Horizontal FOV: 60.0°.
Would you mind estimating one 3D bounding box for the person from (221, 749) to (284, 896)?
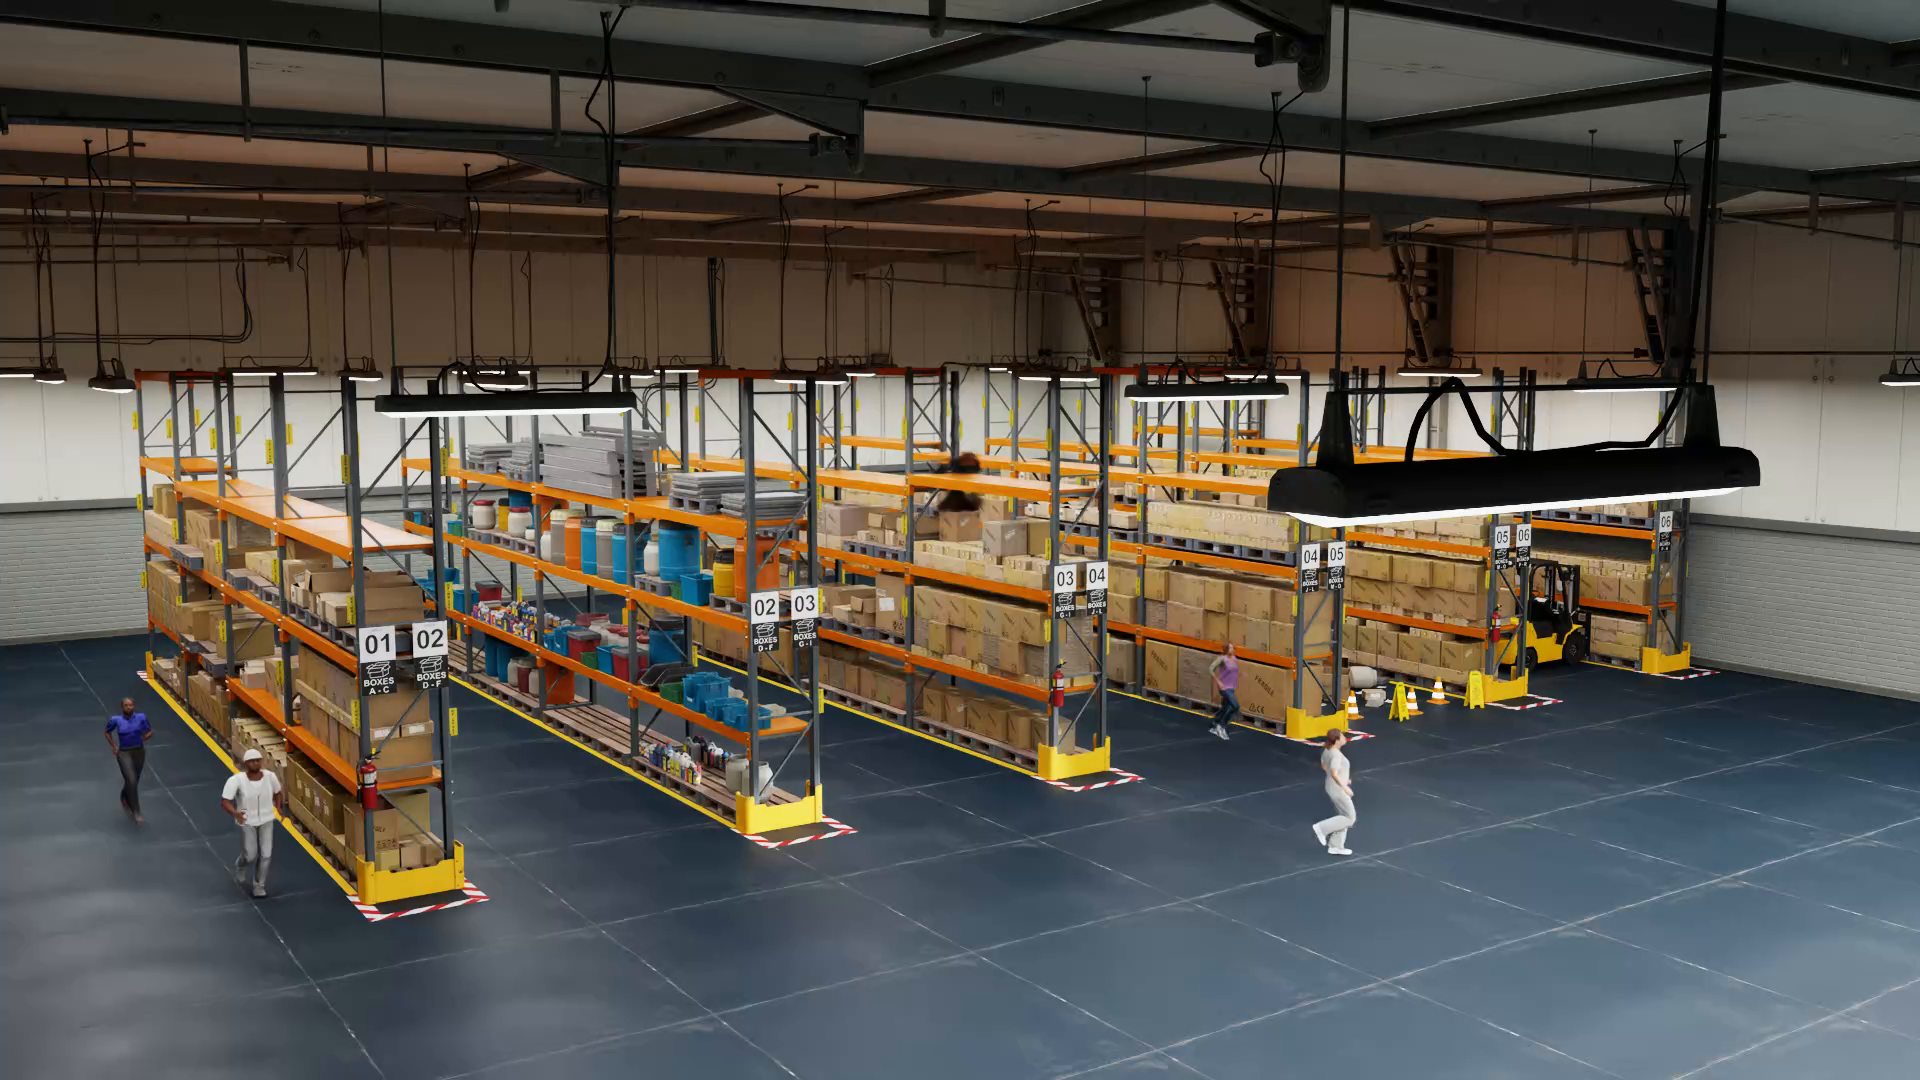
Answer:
[{"bbox_3d":[-8.259,3.283,19.466,0.693,1.721,0.609,-5,8,-40],"label":"person"}]

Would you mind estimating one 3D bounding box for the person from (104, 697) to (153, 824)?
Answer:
[{"bbox_3d":[-11.292,2.957,22.681,0.849,1.687,0.562,6,9,45],"label":"person"}]

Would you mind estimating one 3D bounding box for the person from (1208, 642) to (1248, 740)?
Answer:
[{"bbox_3d":[4.376,2.446,27.120,0.651,1.597,0.510,6,9,41],"label":"person"}]

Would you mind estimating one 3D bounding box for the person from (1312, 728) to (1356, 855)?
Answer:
[{"bbox_3d":[4.705,3.172,20.976,0.568,1.627,0.573,-1,6,-6],"label":"person"}]
